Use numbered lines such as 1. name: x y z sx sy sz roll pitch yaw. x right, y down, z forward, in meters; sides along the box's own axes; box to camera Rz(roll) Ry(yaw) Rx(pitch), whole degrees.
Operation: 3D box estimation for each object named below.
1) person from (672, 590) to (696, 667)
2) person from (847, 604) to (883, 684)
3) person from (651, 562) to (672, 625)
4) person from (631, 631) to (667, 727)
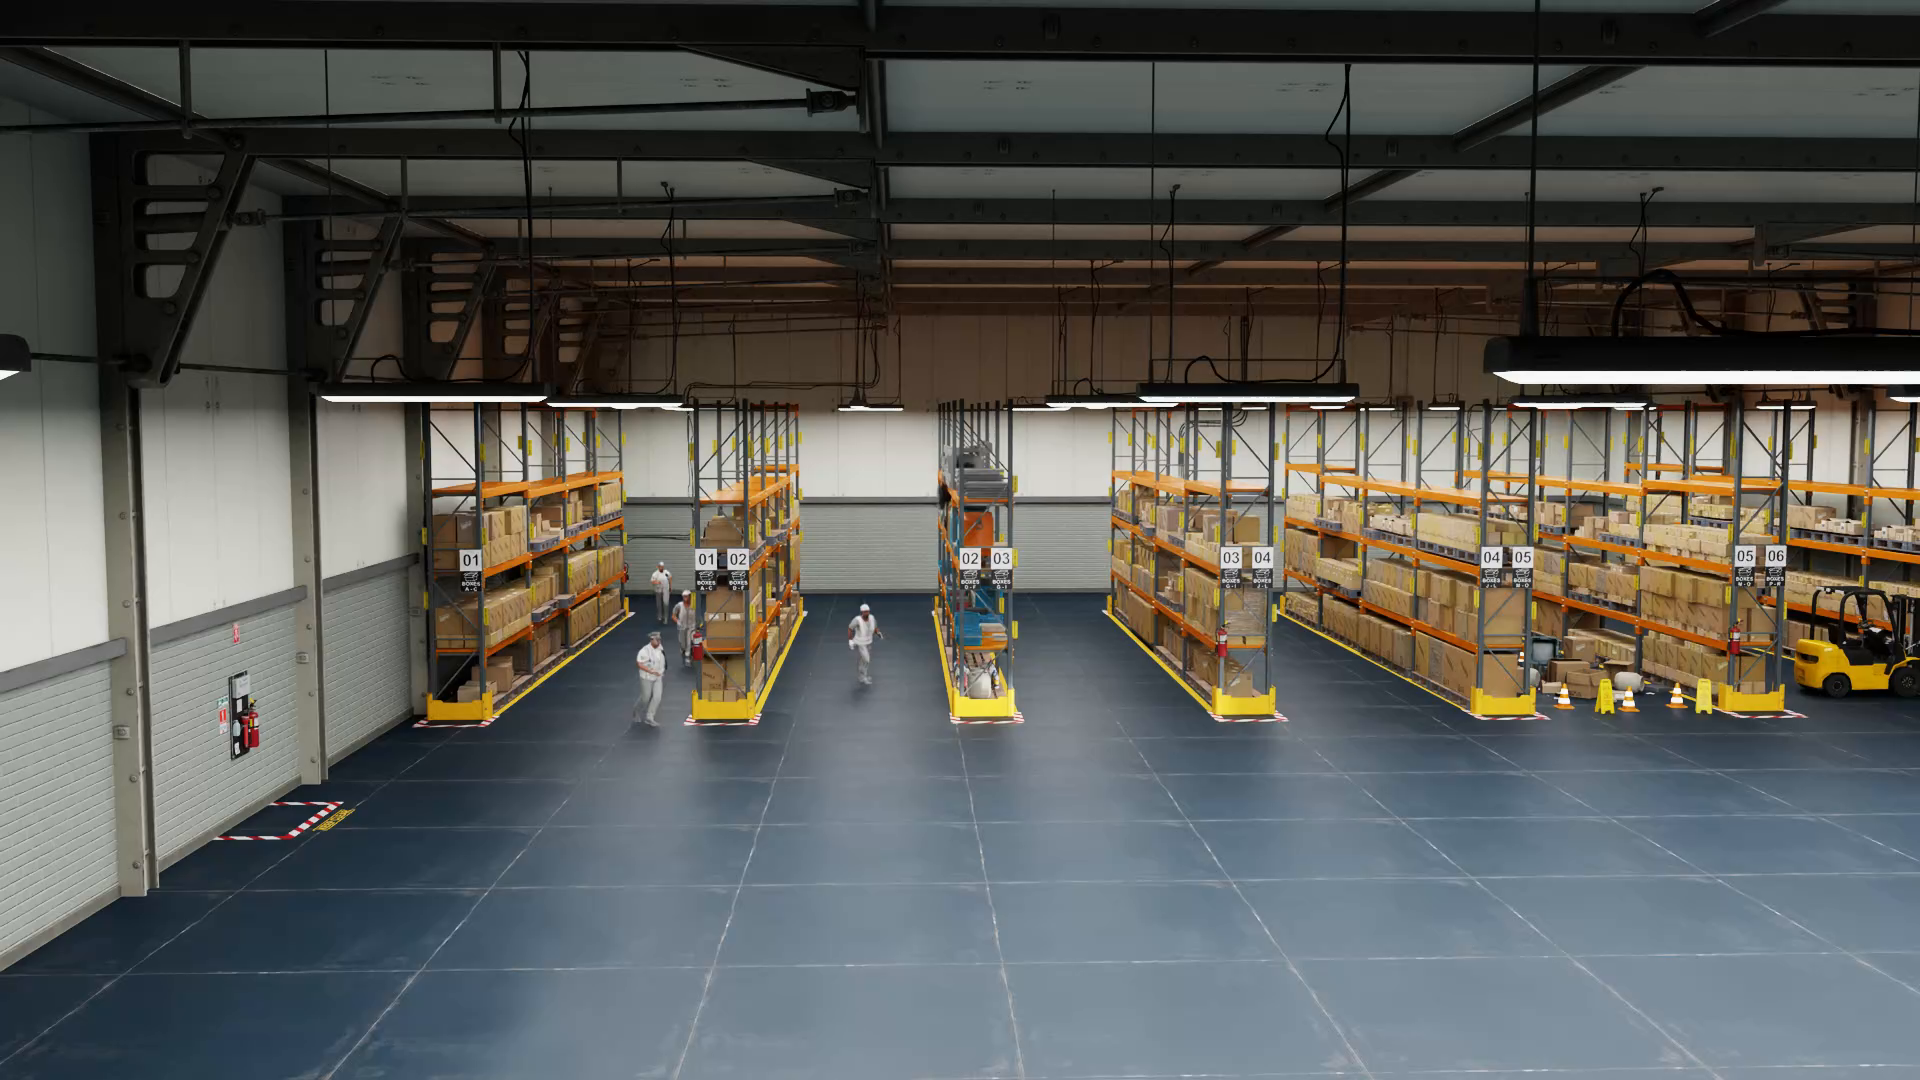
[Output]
1. person: -6.214 1.992 37.756 0.660 1.740 0.782 -1 4 -12
2. person: -1.997 2.212 35.341 0.819 1.735 0.682 3 6 39
3. person: -8.139 1.449 45.379 0.564 1.724 0.842 -1 4 -10
4. person: -5.767 2.538 30.714 0.760 1.763 0.666 4 6 44
